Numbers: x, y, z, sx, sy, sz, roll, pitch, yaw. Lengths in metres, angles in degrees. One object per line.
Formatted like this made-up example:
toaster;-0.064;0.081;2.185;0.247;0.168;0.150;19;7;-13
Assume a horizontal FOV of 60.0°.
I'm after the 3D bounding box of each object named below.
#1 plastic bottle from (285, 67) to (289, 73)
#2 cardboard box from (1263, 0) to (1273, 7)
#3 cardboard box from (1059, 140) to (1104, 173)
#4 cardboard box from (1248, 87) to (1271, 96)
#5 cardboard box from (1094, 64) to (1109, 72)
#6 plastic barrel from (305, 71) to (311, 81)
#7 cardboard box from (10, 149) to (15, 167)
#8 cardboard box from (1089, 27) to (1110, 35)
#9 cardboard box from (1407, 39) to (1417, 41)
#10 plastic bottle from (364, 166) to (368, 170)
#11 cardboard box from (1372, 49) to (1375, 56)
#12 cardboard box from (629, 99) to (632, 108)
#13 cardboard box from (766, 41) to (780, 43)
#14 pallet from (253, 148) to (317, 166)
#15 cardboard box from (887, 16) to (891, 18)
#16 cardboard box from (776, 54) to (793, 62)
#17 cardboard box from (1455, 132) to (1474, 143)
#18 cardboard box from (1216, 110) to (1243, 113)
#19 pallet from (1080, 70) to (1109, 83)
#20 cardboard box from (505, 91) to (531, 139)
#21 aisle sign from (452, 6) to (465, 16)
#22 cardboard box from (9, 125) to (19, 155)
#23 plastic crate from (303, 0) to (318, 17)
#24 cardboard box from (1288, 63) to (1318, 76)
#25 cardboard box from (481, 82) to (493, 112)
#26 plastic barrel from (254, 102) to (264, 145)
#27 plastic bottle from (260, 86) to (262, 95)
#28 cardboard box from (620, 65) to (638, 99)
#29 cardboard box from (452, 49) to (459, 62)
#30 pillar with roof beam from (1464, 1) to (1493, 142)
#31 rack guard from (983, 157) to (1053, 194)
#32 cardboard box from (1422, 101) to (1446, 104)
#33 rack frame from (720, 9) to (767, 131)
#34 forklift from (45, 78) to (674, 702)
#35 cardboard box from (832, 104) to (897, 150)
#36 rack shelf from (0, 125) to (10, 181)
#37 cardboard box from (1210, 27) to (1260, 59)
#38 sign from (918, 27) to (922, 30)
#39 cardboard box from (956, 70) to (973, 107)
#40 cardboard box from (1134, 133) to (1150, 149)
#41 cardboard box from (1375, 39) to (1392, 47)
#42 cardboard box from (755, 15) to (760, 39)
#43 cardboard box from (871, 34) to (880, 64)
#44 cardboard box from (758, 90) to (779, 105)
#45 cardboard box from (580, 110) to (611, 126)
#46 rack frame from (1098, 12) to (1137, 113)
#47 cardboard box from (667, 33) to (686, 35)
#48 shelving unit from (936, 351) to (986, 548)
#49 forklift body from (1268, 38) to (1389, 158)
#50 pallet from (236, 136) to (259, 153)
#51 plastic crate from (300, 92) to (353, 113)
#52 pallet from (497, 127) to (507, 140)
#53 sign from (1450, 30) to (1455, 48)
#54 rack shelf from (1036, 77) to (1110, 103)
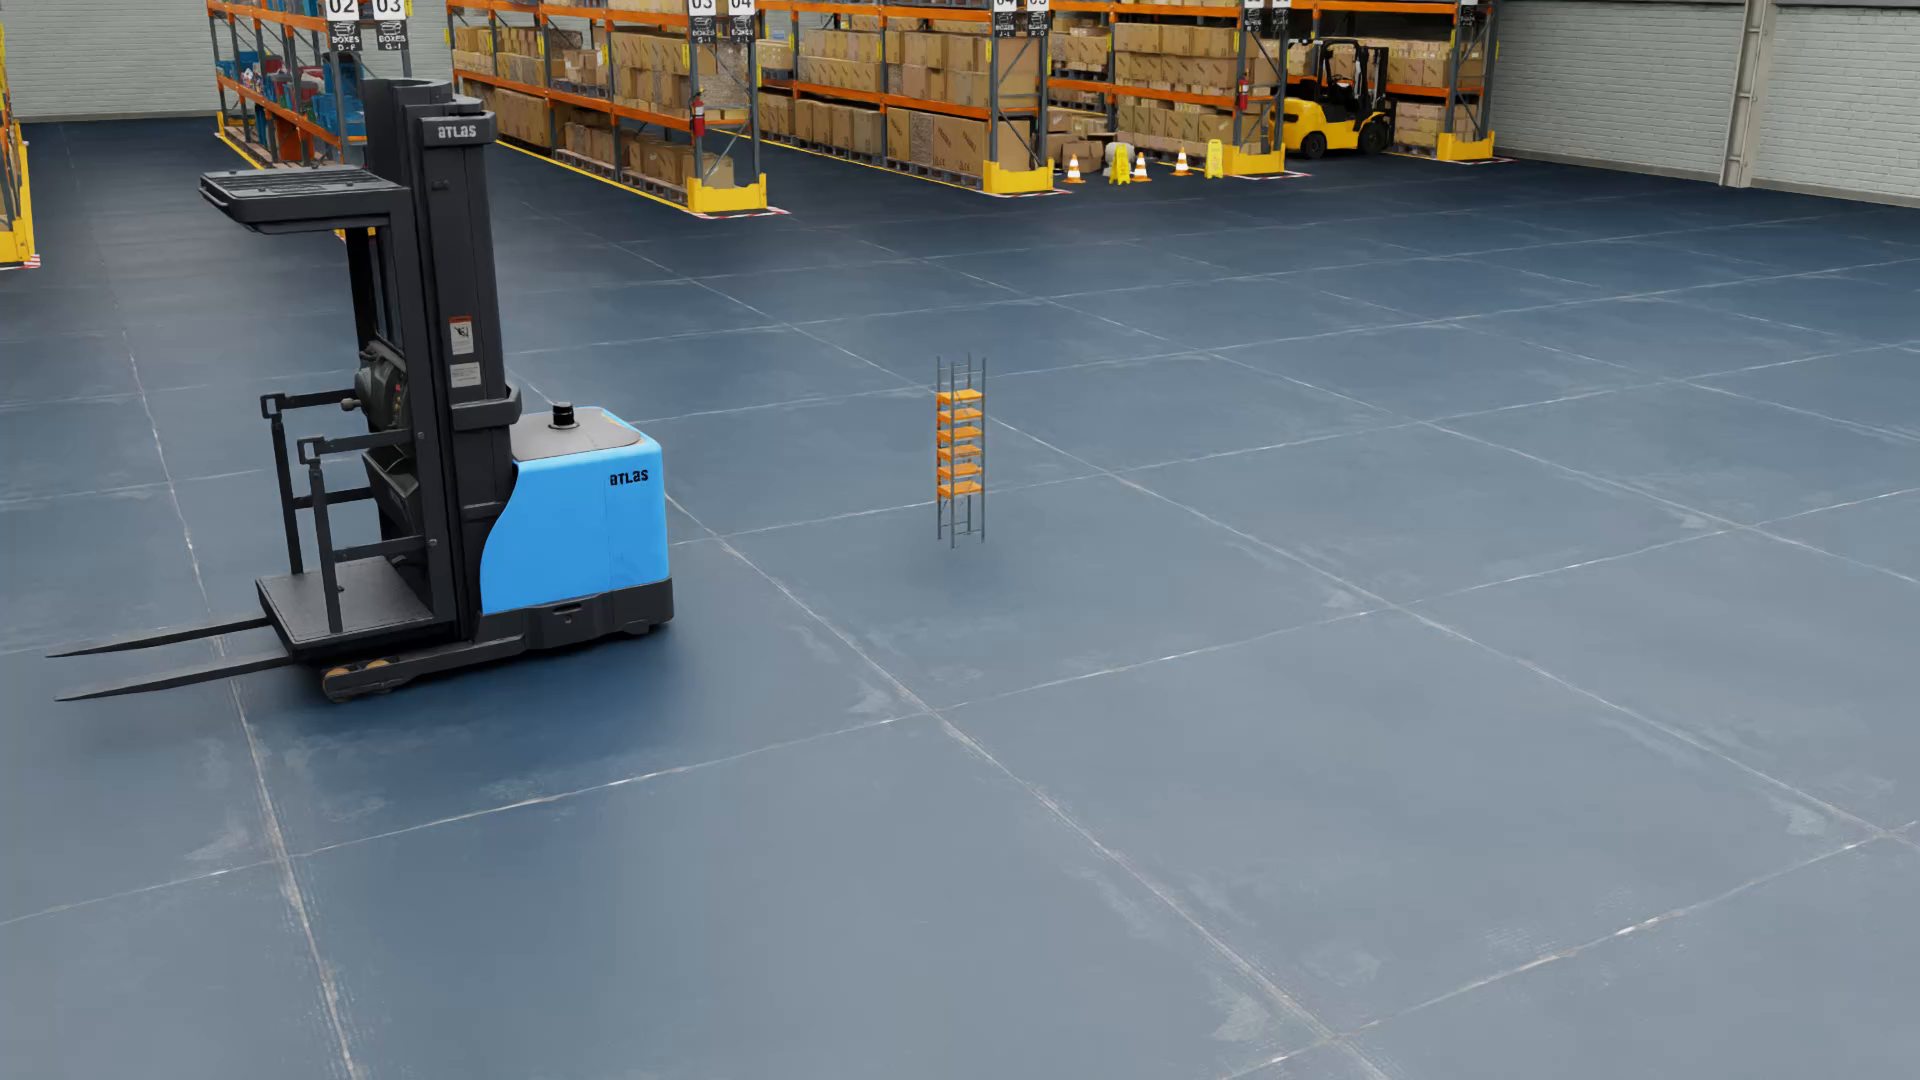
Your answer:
plastic bottle;-12.806;-8.841;31.730;0.144;0.351;0.185;-10;21;-27
cardboard box;5.376;-9.380;29.002;0.380;0.149;0.250;-10;21;-27
cardboard box;2.186;-6.867;29.760;0.637;0.503;0.797;7;20;20
cardboard box;5.269;-7.946;29.445;0.380;0.149;0.250;-10;21;-26
cardboard box;2.861;-9.268;32.633;0.380;0.149;0.250;-10;21;-26
plastic barrel;-10.755;-7.599;27.883;0.421;0.512;0.421;0;19;0
cardboard box;-15.037;-5.921;25.904;0.500;0.311;0.500;-10;21;-27
cardboard box;2.830;-10.262;33.525;0.380;0.149;0.250;-9;21;-24
cardboard box;8.934;-9.777;32.764;0.380;0.149;0.250;-10;21;-26
plastic bottle;-9.081;-5.541;25.479;0.144;0.351;0.185;-11;22;-29
cardboard box;8.352;-9.628;32.787;0.380;0.149;0.250;-10;22;-28
cardboard box;-5.158;-7.110;27.022;0.380;0.149;0.250;-10;21;-27
cardboard box;-3.909;-10.562;35.471;0.380;0.149;0.250;-11;22;-28
pallet;-12.618;-7.181;31.118;1.003;0.211;1.213;-10;21;-27
cardboard box;-1.558;-12.690;40.129;0.380;0.149;0.250;-10;21;-27
cardboard box;-3.495;-9.727;33.508;0.380;0.149;0.250;-9;21;-26
cardboard box;9.553;-7.775;32.136;0.500;0.250;0.500;-10;21;-26
cardboard box;4.844;-7.619;30.534;0.500;0.500;0.500;-11;22;-29
pallet;3.114;-9.234;33.089;1.003;0.211;1.213;-10;21;-27
cardboard box;-8.425;-8.602;33.575;1.225;0.875;0.875;-11;22;-29
aisle sign;-11.369;-12.196;37.392;0.394;0.787;0.004;-10;21;-27
cardboard box;-17.405;-7.240;30.173;0.500;0.500;0.500;-10;21;-27
plastic crate;-9.003;-7.544;23.321;0.392;0.384;0.575;-10;21;-27
cardboard box;7.246;-9.886;34.914;0.500;0.250;0.500;-9;21;-25
cardboard box;-9.842;-9.499;36.175;0.875;0.875;0.875;-10;21;-27
plastic barrel;-13.287;-8.125;32.153;0.600;0.901;0.708;-10;21;-27
plastic bottle;-12.347;-7.988;29.486;0.097;0.201;0.097;0;19;0
cardboard box;-5.007;-7.448;27.009;0.875;0.500;0.500;-10;21;-27
cardboard box;-11.081;-10.883;37.346;0.500;0.250;0.500;-11;22;-28
pillar with roof beam;6.288;-11.213;29.332;9.100;9.000;0.400;-10;21;-27
rack guard;0.951;-5.951;27.110;1.175;0.500;0.348;-10;21;-27
cardboard box;9.312;-8.386;32.375;0.500;0.250;0.500;-10;21;-27
rack frame;-4.759;-10.584;36.705;1.000;3.000;0.127;-10;21;-27
forklift;-3.107;-0.773;8.379;3.031;2.935;1.130;-11;22;-29
cardboard box;-1.789;-7.864;31.629;1.050;0.750;0.750;-10;21;-27
rack shelf;-13.143;-5.101;21.917;1.077;0.370;4.000;-10;21;-27
cardboard box;4.813;-8.708;29.127;0.700;0.500;0.500;-11;22;-28
sign;-0.938;-11.740;38.607;0.100;0.325;0.005;-10;21;-27
cardboard box;0.443;-7.464;27.434;0.875;0.550;0.550;-10;21;-27
cardboard box;3.654;-7.619;31.685;0.500;0.250;0.500;-9;21;-24
cardboard box;8.421;-9.784;32.783;0.380;0.149;0.250;-10;21;-26
cardboard box;-4.759;-11.412;36.962;0.500;0.500;0.500;-9;21;-25
cardboard box;-1.201;-8.949;30.281;0.700;0.500;0.500;-10;22;-28
cardboard box;-4.147;-9.403;35.321;0.500;0.250;0.500;-9;21;-25
cardboard box;-6.667;-7.739;30.468;0.500;0.250;0.500;-7;20;-21
rack frame;3.916;-12.150;41.243;1.000;3.000;0.127;-10;21;-27
cardboard box;-4.442;-7.835;26.597;0.500;0.500;0.500;-10;21;-27
shelving unit;0.007;-0.563;10.424;0.258;1.200;0.189;-10;21;-27
forklift body;7.108;-8.565;32.157;2.313;2.155;1.214;-10;21;-27
pallet;-13.914;-7.964;33.389;1.003;0.211;1.213;-10;21;-27
plastic crate;-9.595;-6.582;25.202;0.767;0.338;0.504;-10;21;-27
pallet;-9.464;-8.757;35.686;1.003;0.211;1.213;-10;21;-27
sign;9.130;-9.284;30.800;0.100;0.325;0.005;-10;21;-27
rack shelf;2.399;-9.317;34.137;1.077;0.370;4.000;-10;21;-27
